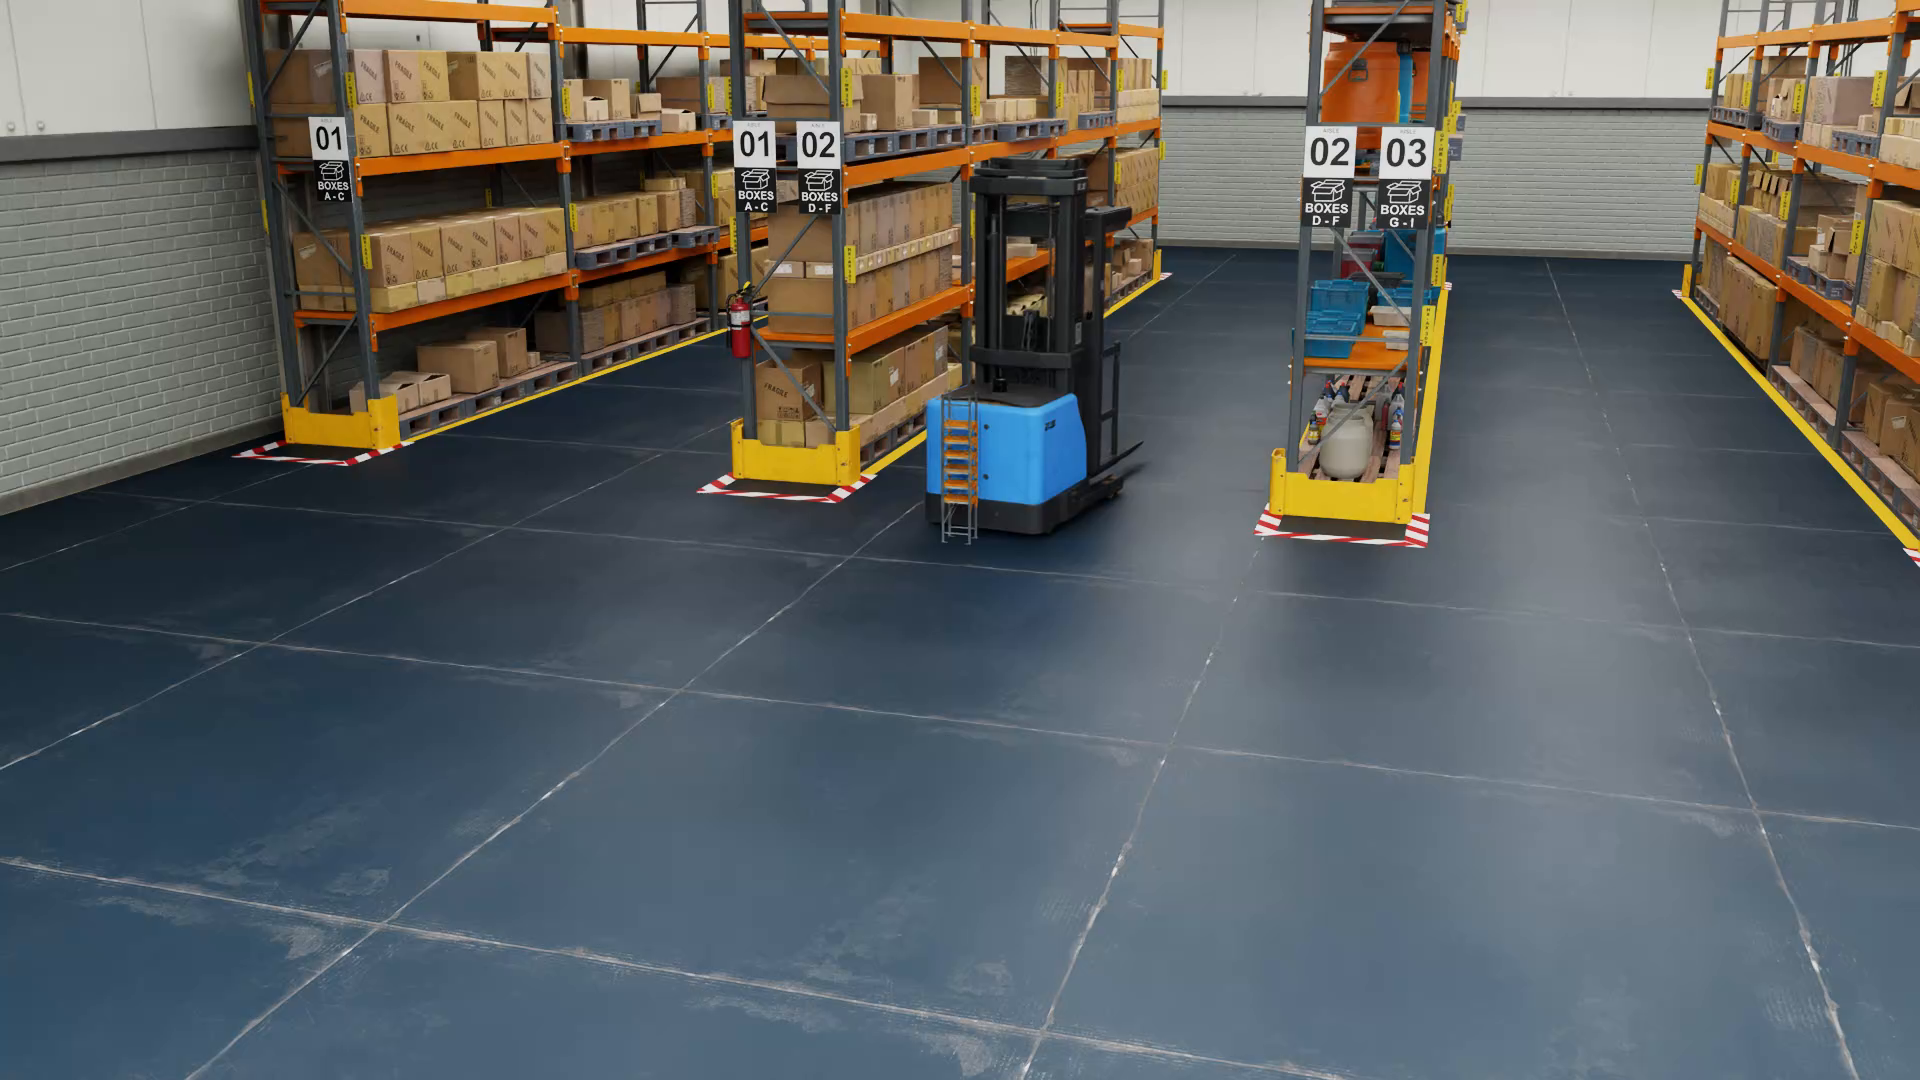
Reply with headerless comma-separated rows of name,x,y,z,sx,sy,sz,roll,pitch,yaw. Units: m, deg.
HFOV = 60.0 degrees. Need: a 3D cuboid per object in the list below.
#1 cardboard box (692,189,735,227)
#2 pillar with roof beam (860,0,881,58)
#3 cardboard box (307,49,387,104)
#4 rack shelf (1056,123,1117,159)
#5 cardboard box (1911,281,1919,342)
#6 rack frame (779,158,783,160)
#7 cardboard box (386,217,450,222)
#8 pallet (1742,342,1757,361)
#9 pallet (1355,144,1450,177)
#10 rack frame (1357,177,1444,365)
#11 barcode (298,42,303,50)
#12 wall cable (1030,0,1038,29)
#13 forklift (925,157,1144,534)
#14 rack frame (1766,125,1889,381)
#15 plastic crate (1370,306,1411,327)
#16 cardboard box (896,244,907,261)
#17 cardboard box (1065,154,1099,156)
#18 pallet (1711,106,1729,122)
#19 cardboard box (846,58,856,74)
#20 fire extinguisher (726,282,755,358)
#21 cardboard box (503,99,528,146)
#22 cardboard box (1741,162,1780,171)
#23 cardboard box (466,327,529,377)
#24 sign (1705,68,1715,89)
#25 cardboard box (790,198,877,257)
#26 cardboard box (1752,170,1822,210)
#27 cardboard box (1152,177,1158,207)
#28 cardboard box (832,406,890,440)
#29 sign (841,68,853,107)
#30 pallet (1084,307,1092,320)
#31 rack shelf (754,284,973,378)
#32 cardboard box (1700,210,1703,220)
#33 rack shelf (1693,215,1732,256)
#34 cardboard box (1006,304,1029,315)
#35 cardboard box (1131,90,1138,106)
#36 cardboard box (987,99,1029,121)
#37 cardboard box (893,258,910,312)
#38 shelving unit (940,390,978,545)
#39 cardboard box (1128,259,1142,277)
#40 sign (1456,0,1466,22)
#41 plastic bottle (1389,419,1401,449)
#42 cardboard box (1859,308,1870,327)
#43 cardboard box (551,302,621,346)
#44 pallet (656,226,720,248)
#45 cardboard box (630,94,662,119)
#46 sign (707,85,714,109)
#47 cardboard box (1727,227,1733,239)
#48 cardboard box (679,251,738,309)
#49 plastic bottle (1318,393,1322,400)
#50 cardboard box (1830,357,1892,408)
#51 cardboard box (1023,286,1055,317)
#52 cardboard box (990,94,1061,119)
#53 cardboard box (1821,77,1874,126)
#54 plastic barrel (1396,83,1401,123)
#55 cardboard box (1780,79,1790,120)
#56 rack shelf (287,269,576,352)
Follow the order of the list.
cardboard box,-3.596,-4.808,24.020,0.500,0.500,0.500,5,17,18
pillar with roof beam,2.360,-9.919,31.809,9.100,9.000,0.400,5,16,16
cardboard box,-5.910,-4.471,16.046,0.500,0.500,0.500,3,16,12
rack shelf,1.340,-5.737,23.881,1.077,0.370,4.000,5,16,16
cardboard box,8.388,-1.856,13.646,0.875,0.500,0.500,5,16,16
rack frame,-2.842,-5.547,27.388,1.000,3.000,0.127,5,16,16
cardboard box,-5.884,-3.244,18.132,0.500,0.500,0.500,5,17,17
pallet,10.913,-2.525,21.845,1.003,0.211,1.213,5,16,16
pallet,3.575,-3.200,13.964,1.003,0.211,1.213,5,16,16
rack frame,5.519,-3.732,20.990,1.000,3.000,0.127,5,16,16
barcode,-6.530,-4.893,16.470,0.001,0.075,0.075,5,16,16
wall cable,2.838,-11.658,34.373,3.097,2.526,0.112,5,16,16
forklift,0.800,-1.811,14.343,1.130,2.935,3.031,7,17,24
rack frame,10.268,-3.348,19.636,1.000,3.000,0.127,5,16,16
plastic crate,4.164,-2.114,15.770,0.530,0.136,0.437,5,16,16
cardboard box,-0.747,-2.872,16.587,0.380,0.149,0.250,5,17,16
cardboard box,1.947,-5.979,26.898,0.500,0.500,0.500,4,16,15
pallet,12.341,-6.646,25.931,1.003,0.211,1.213,5,16,16
cardboard box,-2.096,-7.958,28.340,0.500,0.500,0.500,5,17,16
fire extinguisher,-1.981,-1.992,14.997,0.296,0.674,0.183,5,16,16
cardboard box,-5.178,-4.672,18.587,0.500,0.500,0.500,3,16,11
cardboard box,12.655,-5.725,26.371,0.500,0.500,0.500,5,17,17
cardboard box,-5.373,-2.188,19.322,0.500,0.500,0.500,3,16,12
sign,12.011,-7.387,26.633,0.100,0.325,0.005,5,16,16
cardboard box,-1.198,-2.969,15.741,0.700,0.500,0.500,4,16,14
cardboard box,11.231,-4.757,22.584,0.797,0.503,0.637,4,16,14
cardboard box,3.178,-6.120,29.226,0.500,0.500,0.500,5,17,18
cardboard box,-0.998,-1.158,16.183,0.500,0.250,0.500,5,16,16
sign,-0.972,-3.881,14.272,0.100,0.325,0.005,5,16,16
pallet,1.368,-3.286,24.528,1.003,0.211,1.213,5,16,16
rack shelf,-0.934,-2.201,16.912,1.077,0.370,4.000,5,16,16
cardboard box,12.053,-5.186,26.575,0.380,0.149,0.250,4,16,15
rack shelf,11.973,-4.572,25.268,1.077,0.370,4.000,5,16,16
cardboard box,0.571,-2.842,21.093,0.500,0.311,0.500,5,16,16
cardboard box,2.578,-7.144,26.881,0.500,0.250,0.500,5,16,16
cardboard box,0.565,-5.428,20.979,0.500,0.250,0.500,5,17,17
cardboard box,-0.920,-2.599,16.811,0.700,0.500,0.500,5,17,18
shelving unit,-0.004,-0.573,13.152,0.258,1.200,0.189,5,16,16
cardboard box,2.828,-4.691,28.605,0.500,0.250,0.500,5,16,16
sign,6.049,-6.422,20.072,0.100,0.325,0.005,5,16,16
plastic bottle,4.060,-0.988,15.510,0.097,0.271,0.097,0,16,0
cardboard box,8.698,-2.083,15.638,0.380,0.149,0.250,5,16,16
cardboard box,-4.824,-2.796,21.464,0.700,0.500,0.500,4,16,15
pallet,-4.080,-4.213,23.038,1.213,0.211,1.003,5,16,16
cardboard box,-4.436,-5.671,22.102,0.797,0.503,0.637,7,17,24
sign,-3.460,-6.149,23.069,0.100,0.325,0.005,5,16,16
cardboard box,11.177,-4.379,23.731,0.380,0.149,0.250,5,17,16
cardboard box,-3.644,-3.850,24.577,0.750,0.750,0.750,4,16,15
plastic bottle,3.615,-1.322,16.665,0.061,0.283,0.133,5,17,18
cardboard box,9.480,-1.593,17.223,0.700,0.500,0.500,5,16,16
cardboard box,1.175,-3.223,22.971,0.500,0.500,0.500,5,17,18
cardboard box,0.863,-5.725,22.336,0.910,0.500,0.500,5,16,16
cardboard box,9.604,-4.712,17.849,0.500,0.500,0.500,4,16,14
plastic barrel,3.448,-3.683,14.205,0.600,0.588,0.600,0,16,0
cardboard box,10.828,-5.579,21.045,0.797,0.503,0.637,4,16,15
rack shelf,-5.684,-2.584,18.263,1.077,0.370,4.000,5,16,16
